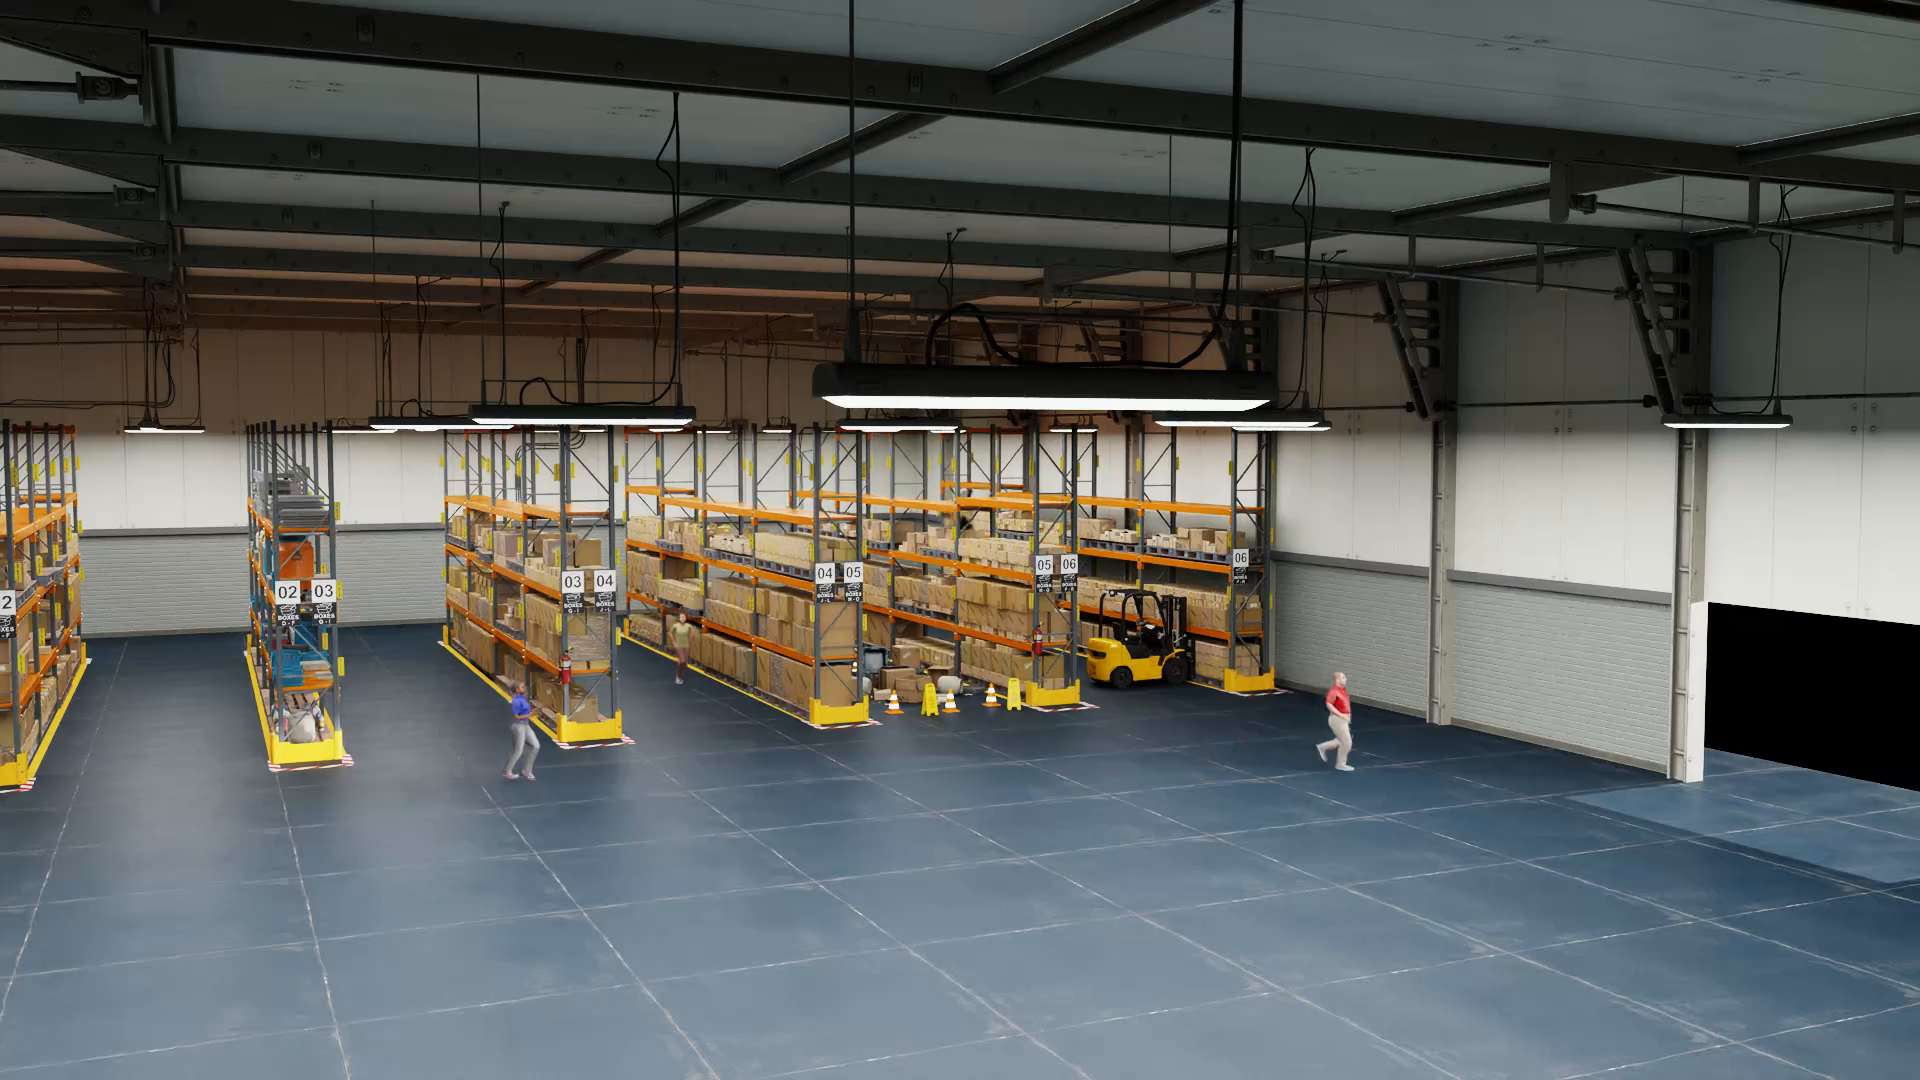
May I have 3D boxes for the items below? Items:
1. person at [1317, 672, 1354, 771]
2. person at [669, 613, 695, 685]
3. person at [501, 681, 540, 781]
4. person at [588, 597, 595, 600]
[{"bbox_3d":[6.447,3.098,28.499,0.653,1.677,0.686,2,4,26],"label":"person"},{"bbox_3d":[-6.379,2.504,38.329,0.552,1.674,0.650,-2,4,-26],"label":"person"},{"bbox_3d":[-7.264,3.180,27.578,0.693,1.702,0.554,0,4,6],"label":"person"},{"bbox_3d":[-10.552,1.903,47.474,0.764,1.751,0.778,2,4,27],"label":"person"}]
